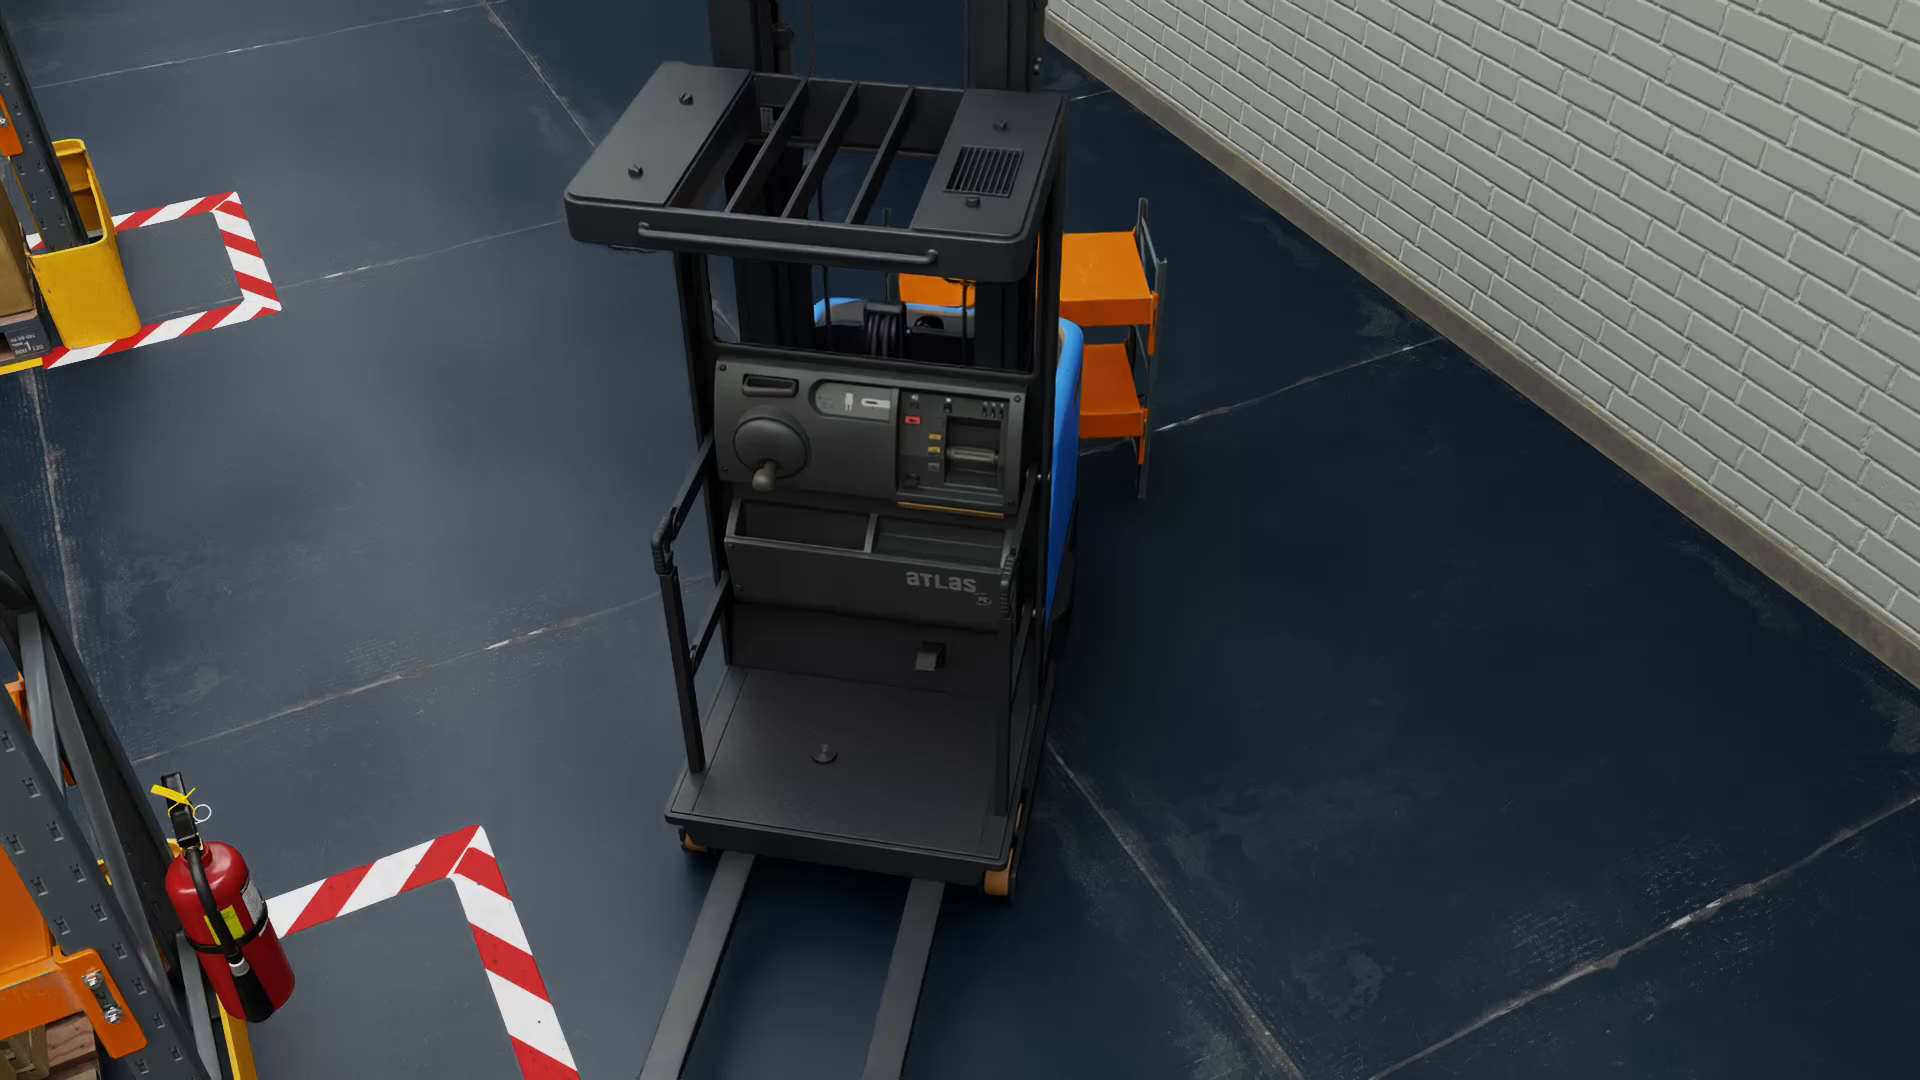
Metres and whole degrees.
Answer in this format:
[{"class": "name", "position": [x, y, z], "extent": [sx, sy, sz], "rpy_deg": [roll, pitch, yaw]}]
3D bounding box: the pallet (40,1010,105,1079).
[{"class": "pallet", "position": [-2.931, 1.780, 4.484], "extent": [1.213, 0.211, 1.003], "rpy_deg": [-19, 44, -21]}]

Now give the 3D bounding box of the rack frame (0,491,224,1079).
[{"class": "rack frame", "position": [-2.127, 0.471, 3.872], "extent": [0.127, 3.000, 1.000], "rpy_deg": [-19, 44, -21]}]

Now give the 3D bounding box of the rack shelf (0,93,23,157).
[{"class": "rack shelf", "position": [-6.102, -1.530, 6.793], "extent": [4.000, 0.370, 1.077], "rpy_deg": [-19, 44, -21]}]

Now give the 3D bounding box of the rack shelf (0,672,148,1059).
[{"class": "rack shelf", "position": [-3.901, 1.342, 3.399], "extent": [4.000, 0.370, 1.077], "rpy_deg": [-19, 44, -21]}]

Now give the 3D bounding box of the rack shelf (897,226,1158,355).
[{"class": "rack shelf", "position": [0.238, -0.971, 6.574], "extent": [1.000, 0.278, 0.538], "rpy_deg": [-3, 40, -3]}]

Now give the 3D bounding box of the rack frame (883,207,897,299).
[{"class": "rack frame", "position": [-0.269, -0.725, 6.735], "extent": [0.032, 1.125, 0.500], "rpy_deg": [-3, 40, -3]}]

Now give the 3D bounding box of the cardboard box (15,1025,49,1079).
[{"class": "cardboard box", "position": [-2.740, 1.372, 4.690], "extent": [0.250, 0.149, 0.380], "rpy_deg": [-18, 43, -20]}]

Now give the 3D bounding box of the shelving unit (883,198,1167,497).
[{"class": "shelving unit", "position": [0.238, -0.748, 6.763], "extent": [1.048, 1.125, 0.538], "rpy_deg": [-3, 40, -3]}]

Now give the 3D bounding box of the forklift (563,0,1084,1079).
[{"class": "forklift", "position": [-0.309, -0.227, 4.750], "extent": [1.130, 2.935, 3.031], "rpy_deg": [7, 41, 8]}]

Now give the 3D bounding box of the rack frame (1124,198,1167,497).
[{"class": "rack frame", "position": [0.745, -0.771, 6.790], "extent": [0.032, 1.125, 0.500], "rpy_deg": [-3, 40, -3]}]

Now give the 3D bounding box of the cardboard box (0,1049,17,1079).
[{"class": "cardboard box", "position": [-2.480, 1.475, 4.107], "extent": [0.250, 0.149, 0.380], "rpy_deg": [-18, 43, -20]}]

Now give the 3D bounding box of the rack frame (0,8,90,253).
[{"class": "rack frame", "position": [-4.329, -2.402, 7.265], "extent": [0.127, 3.000, 1.000], "rpy_deg": [-19, 44, -21]}]

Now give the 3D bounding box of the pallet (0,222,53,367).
[{"class": "pallet", "position": [-5.002, -1.054, 7.832], "extent": [1.213, 0.211, 1.003], "rpy_deg": [-19, 44, -21]}]

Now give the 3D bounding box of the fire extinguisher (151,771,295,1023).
[{"class": "fire extinguisher", "position": [-1.690, 0.832, 3.794], "extent": [0.183, 0.674, 0.296], "rpy_deg": [-19, 44, -21]}]

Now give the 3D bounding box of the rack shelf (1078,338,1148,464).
[{"class": "rack shelf", "position": [0.238, -0.561, 6.921], "extent": [1.000, 0.278, 0.538], "rpy_deg": [-3, 40, -3]}]

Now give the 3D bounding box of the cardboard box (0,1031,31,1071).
[{"class": "cardboard box", "position": [-2.710, 1.294, 4.550], "extent": [0.250, 0.149, 0.380], "rpy_deg": [-17, 43, -19]}]

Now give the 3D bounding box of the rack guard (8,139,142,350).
[{"class": "rack guard", "position": [-4.307, -1.455, 8.082], "extent": [0.348, 0.500, 1.175], "rpy_deg": [-19, 44, -21]}]

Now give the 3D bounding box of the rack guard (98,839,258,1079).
[{"class": "rack guard", "position": [-2.194, 1.448, 4.653], "extent": [0.348, 0.500, 1.175], "rpy_deg": [-19, 44, -21]}]

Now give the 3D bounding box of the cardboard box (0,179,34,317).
[{"class": "cardboard box", "position": [-4.859, -1.514, 7.536], "extent": [0.875, 0.875, 0.875], "rpy_deg": [-19, 44, -21]}]
